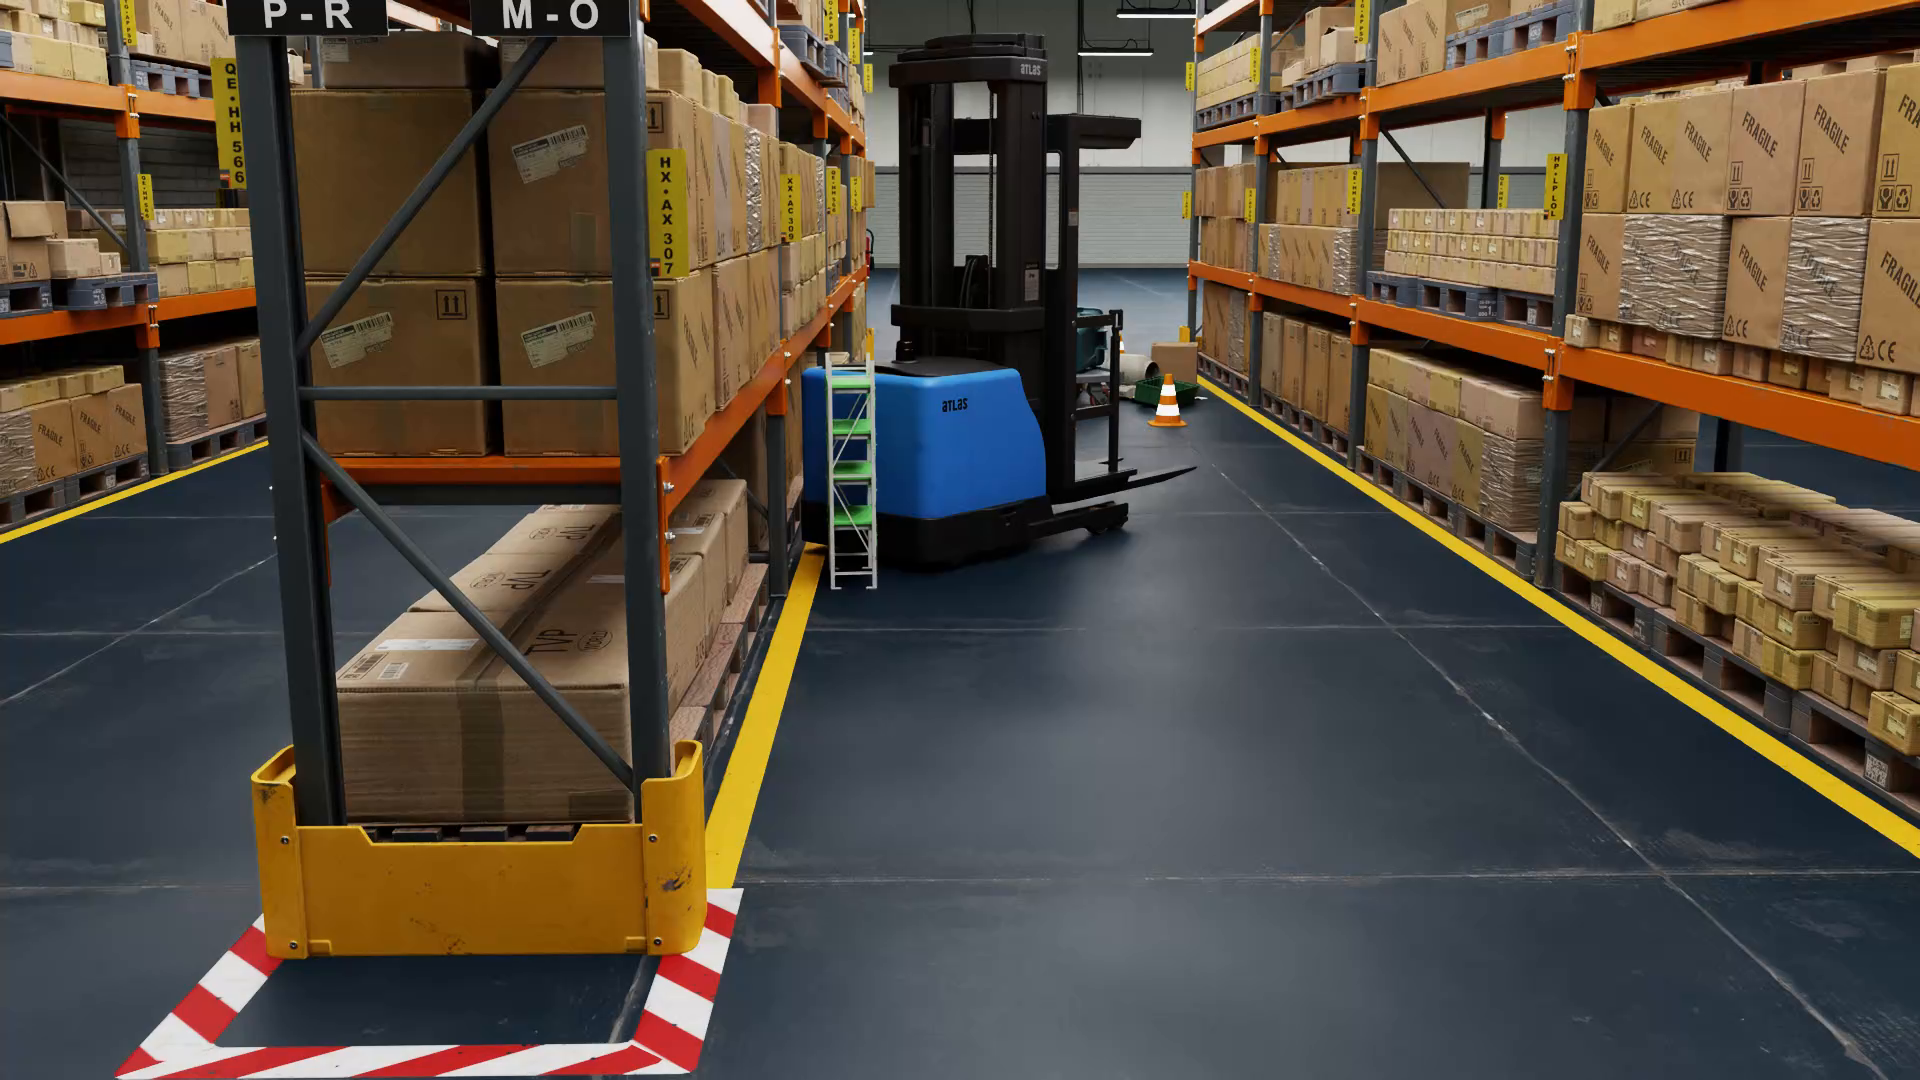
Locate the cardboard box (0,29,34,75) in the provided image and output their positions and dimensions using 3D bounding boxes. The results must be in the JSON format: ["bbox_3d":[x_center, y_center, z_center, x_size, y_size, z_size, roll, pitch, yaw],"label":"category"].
[{"bbox_3d":[-6.163,-3.046,10.360,0.500,0.250,0.500,0,11,-1],"label":"cardboard box"}]

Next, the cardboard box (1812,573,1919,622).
[{"bbox_3d":[3.350,0.222,6.039,0.380,0.149,0.250,-1,11,-3],"label":"cardboard box"}]

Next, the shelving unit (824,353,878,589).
[{"bbox_3d":[-0.586,-0.379,8.911,0.258,1.200,0.503,-1,12,-6],"label":"shelving unit"}]

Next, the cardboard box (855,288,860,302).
[{"bbox_3d":[-1.264,-2.609,17.715,0.380,0.149,0.250,0,11,2],"label":"cardboard box"}]

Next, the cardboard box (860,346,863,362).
[{"bbox_3d":[-1.336,-2.053,18.492,0.500,0.250,0.500,-1,11,-3],"label":"cardboard box"}]

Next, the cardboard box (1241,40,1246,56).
[{"bbox_3d":[3.053,-4.970,16.788,0.380,0.149,0.250,0,11,-1],"label":"cardboard box"}]

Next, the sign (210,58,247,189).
[{"bbox_3d":[-1.853,-1.064,4.254,0.100,0.325,0.005,0,11,-1],"label":"sign"}]

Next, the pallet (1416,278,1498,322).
[{"bbox_3d":[3.553,-1.524,10.508,1.003,0.211,1.213,0,11,-1],"label":"pallet"}]

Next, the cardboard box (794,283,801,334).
[{"bbox_3d":[-1.150,-1.293,9.268,0.500,0.250,0.500,-1,11,-3],"label":"cardboard box"}]

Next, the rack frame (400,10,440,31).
[{"bbox_3d":[-6.603,-6.480,19.366,1.000,3.000,0.127,0,11,-1],"label":"rack frame"}]

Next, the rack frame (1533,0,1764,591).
[{"bbox_3d":[3.554,-1.216,8.508,1.000,3.000,0.127,0,11,-1],"label":"rack frame"}]

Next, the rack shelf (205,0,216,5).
[{"bbox_3d":[-6.479,-4.739,13.599,1.077,0.370,4.000,0,11,-1],"label":"rack shelf"}]

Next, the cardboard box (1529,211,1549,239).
[{"bbox_3d":[3.344,-1.723,9.085,0.380,0.149,0.250,-1,11,-3],"label":"cardboard box"}]

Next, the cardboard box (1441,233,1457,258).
[{"bbox_3d":[3.309,-1.887,10.642,0.380,0.149,0.250,0,11,-2],"label":"cardboard box"}]

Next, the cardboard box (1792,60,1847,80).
[{"bbox_3d":[8.260,-4.439,15.536,0.797,0.503,0.637,-1,11,-4],"label":"cardboard box"}]

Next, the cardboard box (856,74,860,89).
[{"bbox_3d":[-1.273,-4.928,17.887,0.380,0.149,0.250,0,11,0],"label":"cardboard box"}]

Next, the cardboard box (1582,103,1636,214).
[{"bbox_3d":[3.320,-1.810,7.922,0.500,0.500,0.500,0,11,0],"label":"cardboard box"}]

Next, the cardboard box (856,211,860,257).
[{"bbox_3d":[-1.320,-3.249,17.529,0.500,0.500,0.500,0,11,-2],"label":"cardboard box"}]

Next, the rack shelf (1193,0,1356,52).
[{"bbox_3d":[3.347,-5.595,17.822,1.077,0.370,4.000,0,11,-1],"label":"rack shelf"}]

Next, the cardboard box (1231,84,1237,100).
[{"bbox_3d":[3.040,-4.681,17.368,0.380,0.149,0.250,0,11,0],"label":"cardboard box"}]

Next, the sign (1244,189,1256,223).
[{"bbox_3d":[2.834,-3.267,16.240,0.100,0.325,0.005,0,11,-1],"label":"sign"}]

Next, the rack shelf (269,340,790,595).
[{"bbox_3d":[-1.351,-0.425,6.421,1.077,0.370,4.000,0,11,-1],"label":"rack shelf"}]

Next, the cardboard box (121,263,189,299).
[{"bbox_3d":[-6.203,-1.965,12.579,0.500,0.250,0.500,0,11,-1],"label":"cardboard box"}]

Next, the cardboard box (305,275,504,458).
[{"bbox_3d":[-1.585,-0.524,4.847,0.500,0.500,0.500,0,11,-1],"label":"cardboard box"}]

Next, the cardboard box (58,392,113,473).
[{"bbox_3d":[-6.214,-0.748,11.431,0.500,0.500,0.500,0,11,-2],"label":"cardboard box"}]

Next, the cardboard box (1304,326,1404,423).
[{"bbox_3d":[3.527,-1.410,14.065,1.050,0.750,0.750,0,11,0],"label":"cardboard box"}]

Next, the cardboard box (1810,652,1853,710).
[{"bbox_3d":[3.373,0.514,6.095,0.380,0.149,0.250,0,11,-1],"label":"cardboard box"}]

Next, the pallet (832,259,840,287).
[{"bbox_3d":[-1.557,-2.270,14.186,1.003,0.211,1.213,0,11,-1],"label":"pallet"}]

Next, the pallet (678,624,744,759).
[{"bbox_3d":[-1.427,0.586,6.641,1.003,0.211,1.213,0,11,-1],"label":"pallet"}]

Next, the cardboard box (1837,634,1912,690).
[{"bbox_3d":[3.328,0.418,5.822,0.380,0.149,0.250,-1,11,-3],"label":"cardboard box"}]

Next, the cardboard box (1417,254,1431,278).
[{"bbox_3d":[3.297,-1.843,11.177,0.380,0.149,0.250,0,11,1],"label":"cardboard box"}]

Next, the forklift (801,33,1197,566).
[{"bbox_3d":[0.404,-1.533,10.242,1.130,2.935,3.031,9,15,39],"label":"forklift"}]

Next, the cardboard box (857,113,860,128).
[{"bbox_3d":[-1.277,-4.533,17.946,0.380,0.149,0.250,0,11,-2],"label":"cardboard box"}]

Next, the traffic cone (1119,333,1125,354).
[{"bbox_3d":[1.897,-2.247,19.969,0.336,0.463,0.334,0,11,-1],"label":"traffic cone"}]

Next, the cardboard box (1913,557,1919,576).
[{"bbox_3d":[3.878,0.164,6.322,0.380,0.149,0.250,0,11,1],"label":"cardboard box"}]

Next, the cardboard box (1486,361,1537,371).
[{"bbox_3d":[3.764,-1.023,10.902,0.500,0.250,0.500,0,11,0],"label":"cardboard box"}]

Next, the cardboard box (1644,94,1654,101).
[{"bbox_3d":[8.013,-4.982,18.901,0.380,0.149,0.250,0,11,1],"label":"cardboard box"}]

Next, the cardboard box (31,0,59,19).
[{"bbox_3d":[-6.179,-3.515,10.922,0.380,0.149,0.250,-1,11,-3],"label":"cardboard box"}]

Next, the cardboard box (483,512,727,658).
[{"bbox_3d":[-1.468,0.178,7.028,0.875,0.438,0.875,-1,11,-3],"label":"cardboard box"}]

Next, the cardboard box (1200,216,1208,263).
[{"bbox_3d":[3.359,-3.601,19.889,0.875,0.550,0.550,0,11,-1],"label":"cardboard box"}]

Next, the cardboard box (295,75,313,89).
[{"bbox_3d":[-6.226,-4.437,16.164,0.380,0.149,0.250,0,11,0],"label":"cardboard box"}]

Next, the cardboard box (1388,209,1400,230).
[{"bbox_3d":[3.287,-2.292,11.891,0.380,0.149,0.250,0,11,-1],"label":"cardboard box"}]

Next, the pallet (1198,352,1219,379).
[{"bbox_3d":[3.401,-2.076,19.762,1.003,0.211,1.213,0,11,-1],"label":"pallet"}]

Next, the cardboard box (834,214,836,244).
[{"bbox_3d":[-1.289,-2.671,13.623,0.500,0.500,0.500,0,11,0],"label":"cardboard box"}]

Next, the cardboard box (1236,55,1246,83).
[{"bbox_3d":[3.112,-4.801,16.955,0.500,0.250,0.500,0,11,-1],"label":"cardboard box"}]

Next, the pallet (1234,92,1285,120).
[{"bbox_3d":[3.382,-4.395,16.860,1.003,0.211,1.213,0,11,-1],"label":"pallet"}]

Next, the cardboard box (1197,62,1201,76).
[{"bbox_3d":[2.995,-5.526,19.529,0.380,0.149,0.250,0,11,-1],"label":"cardboard box"}]

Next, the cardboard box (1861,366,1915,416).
[{"bbox_3d":[3.331,-0.511,5.667,0.380,0.149,0.250,0,11,0],"label":"cardboard box"}]

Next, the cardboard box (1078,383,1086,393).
[{"bbox_3d":[0.954,-1.879,17.716,0.797,0.637,0.503,0,11,-1],"label":"cardboard box"}]

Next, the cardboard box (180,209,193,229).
[{"bbox_3d":[-6.188,-2.485,12.881,0.380,0.149,0.250,0,11,0],"label":"cardboard box"}]

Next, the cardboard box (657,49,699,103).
[{"bbox_3d":[-1.008,-1.413,5.082,0.380,0.149,0.250,0,11,1],"label":"cardboard box"}]

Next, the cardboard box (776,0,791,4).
[{"bbox_3d":[-1.053,-2.886,8.480,0.396,0.266,0.258,0,11,-2],"label":"cardboard box"}]

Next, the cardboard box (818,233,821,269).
[{"bbox_3d":[-1.197,-1.945,11.222,0.500,0.250,0.500,-1,11,-3],"label":"cardboard box"}]

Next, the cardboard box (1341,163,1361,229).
[{"bbox_3d":[3.460,-2.740,13.254,0.700,0.500,0.500,0,11,-2],"label":"cardboard box"}]

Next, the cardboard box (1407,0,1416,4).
[{"bbox_3d":[3.215,-3.721,11.136,0.396,0.266,0.258,0,11,-1],"label":"cardboard box"}]

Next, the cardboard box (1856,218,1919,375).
[{"bbox_3d":[3.365,-0.806,5.489,0.500,0.500,0.500,0,11,-2],"label":"cardboard box"}]
